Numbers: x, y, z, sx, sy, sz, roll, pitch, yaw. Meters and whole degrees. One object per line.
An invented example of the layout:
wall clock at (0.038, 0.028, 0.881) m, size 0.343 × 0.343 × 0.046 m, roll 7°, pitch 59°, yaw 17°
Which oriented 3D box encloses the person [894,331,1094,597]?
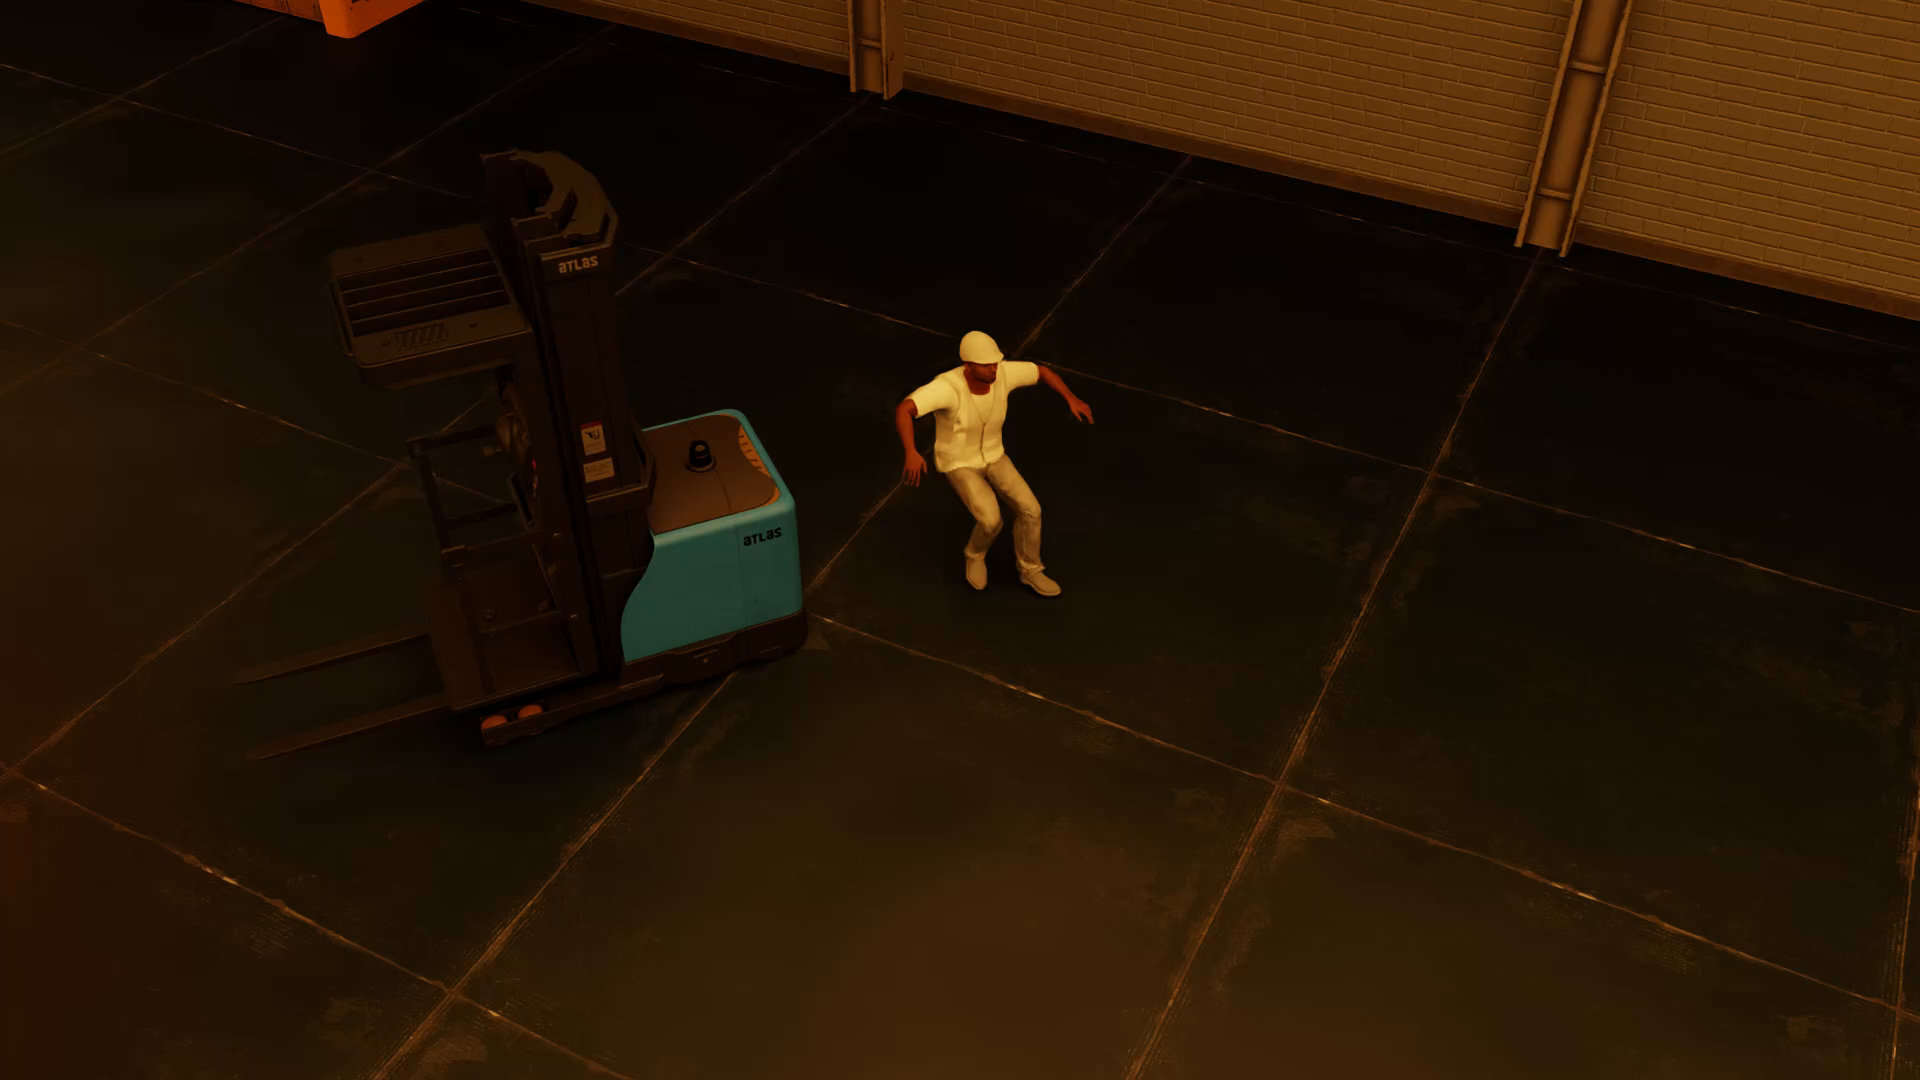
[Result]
person at (0.227, -0.409, 9.535) m, size 1.242 × 1.576 × 0.851 m, roll -25°, pitch 46°, yaw -27°

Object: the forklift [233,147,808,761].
forklift at (-2.431, -0.404, 8.466) m, size 3.031 × 2.935 × 1.130 m, roll -16°, pitch 43°, yaw -18°
